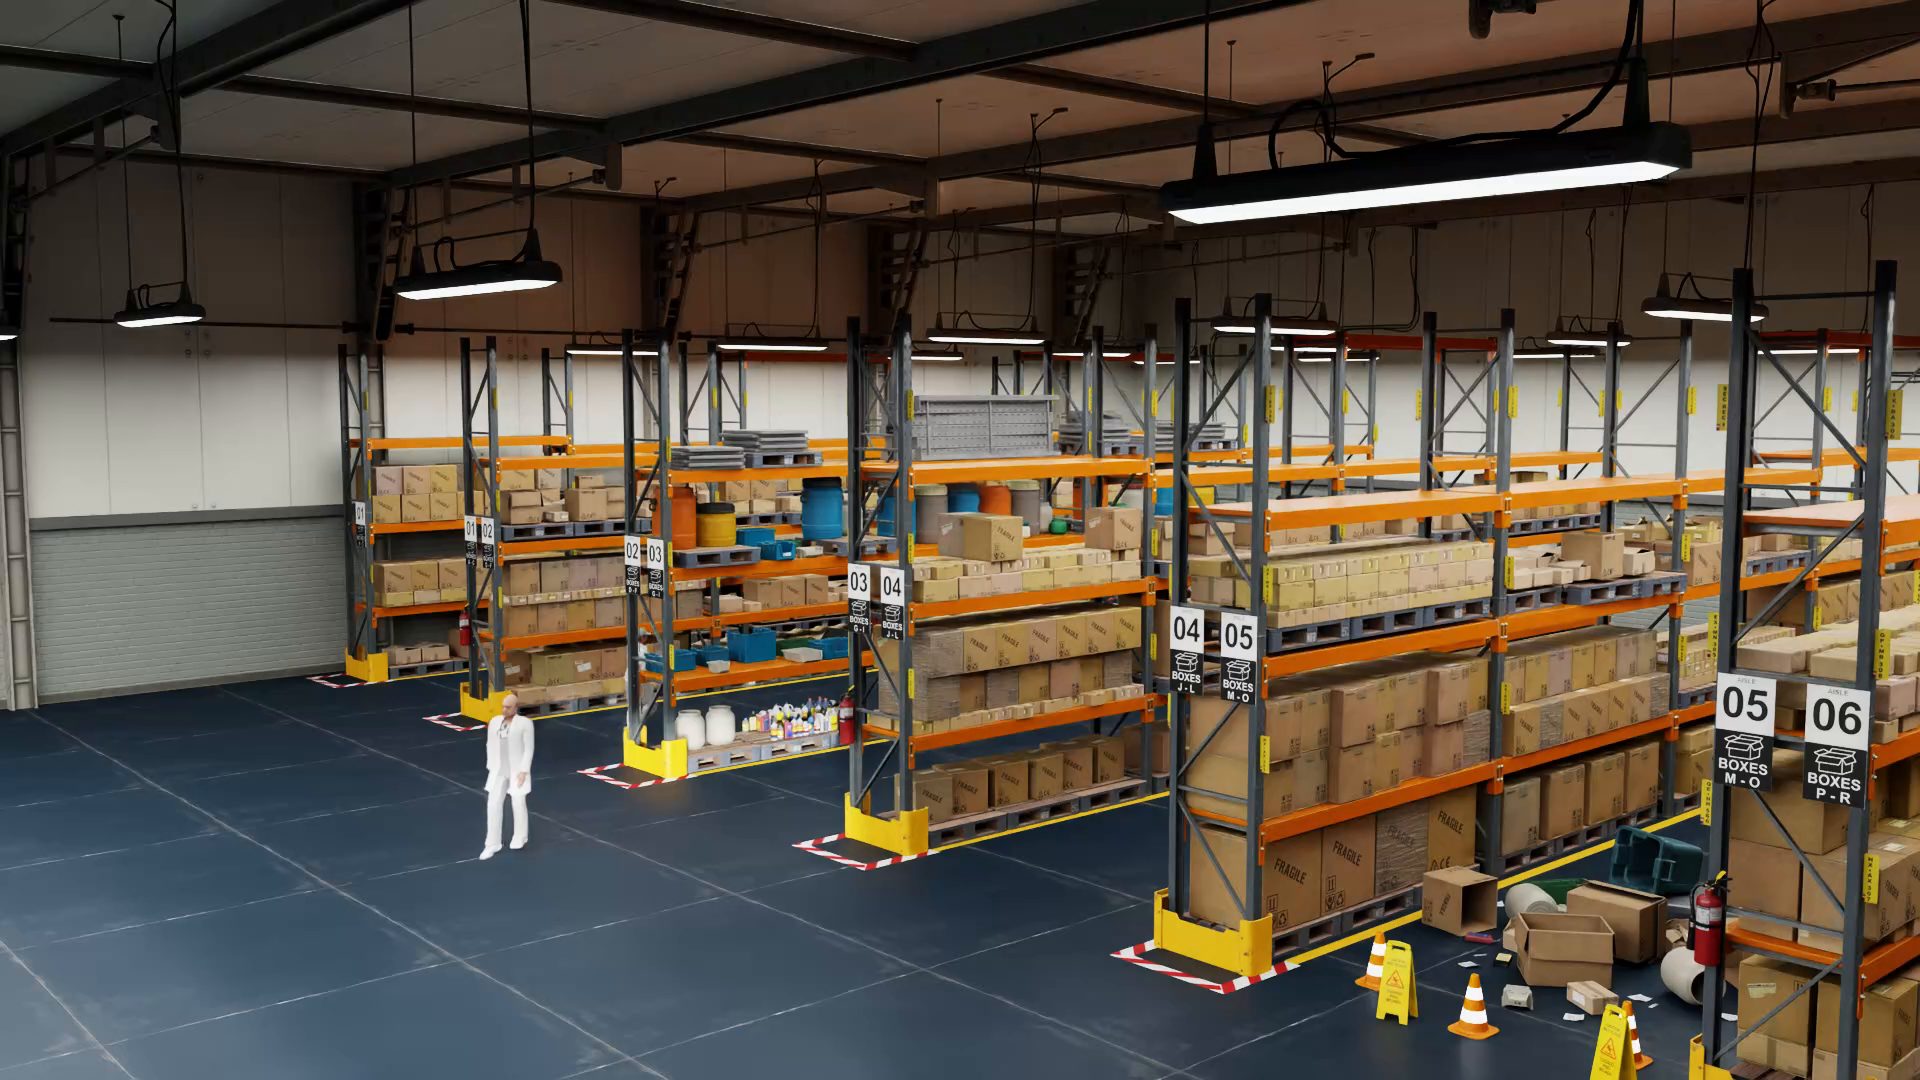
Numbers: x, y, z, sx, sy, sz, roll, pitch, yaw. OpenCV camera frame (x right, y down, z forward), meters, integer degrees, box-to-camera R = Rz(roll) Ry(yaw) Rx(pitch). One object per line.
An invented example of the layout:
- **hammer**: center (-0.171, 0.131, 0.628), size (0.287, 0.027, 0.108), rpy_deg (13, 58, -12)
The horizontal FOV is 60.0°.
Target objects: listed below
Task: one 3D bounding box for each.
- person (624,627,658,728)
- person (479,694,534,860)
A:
- **person**: center (-4.766, 2.128, 24.664), size (0.483, 1.654, 0.545), rpy_deg (-3, 6, -33)
- **person**: center (-5.044, 2.642, 18.598), size (0.597, 1.845, 0.686), rpy_deg (0, 5, 4)
